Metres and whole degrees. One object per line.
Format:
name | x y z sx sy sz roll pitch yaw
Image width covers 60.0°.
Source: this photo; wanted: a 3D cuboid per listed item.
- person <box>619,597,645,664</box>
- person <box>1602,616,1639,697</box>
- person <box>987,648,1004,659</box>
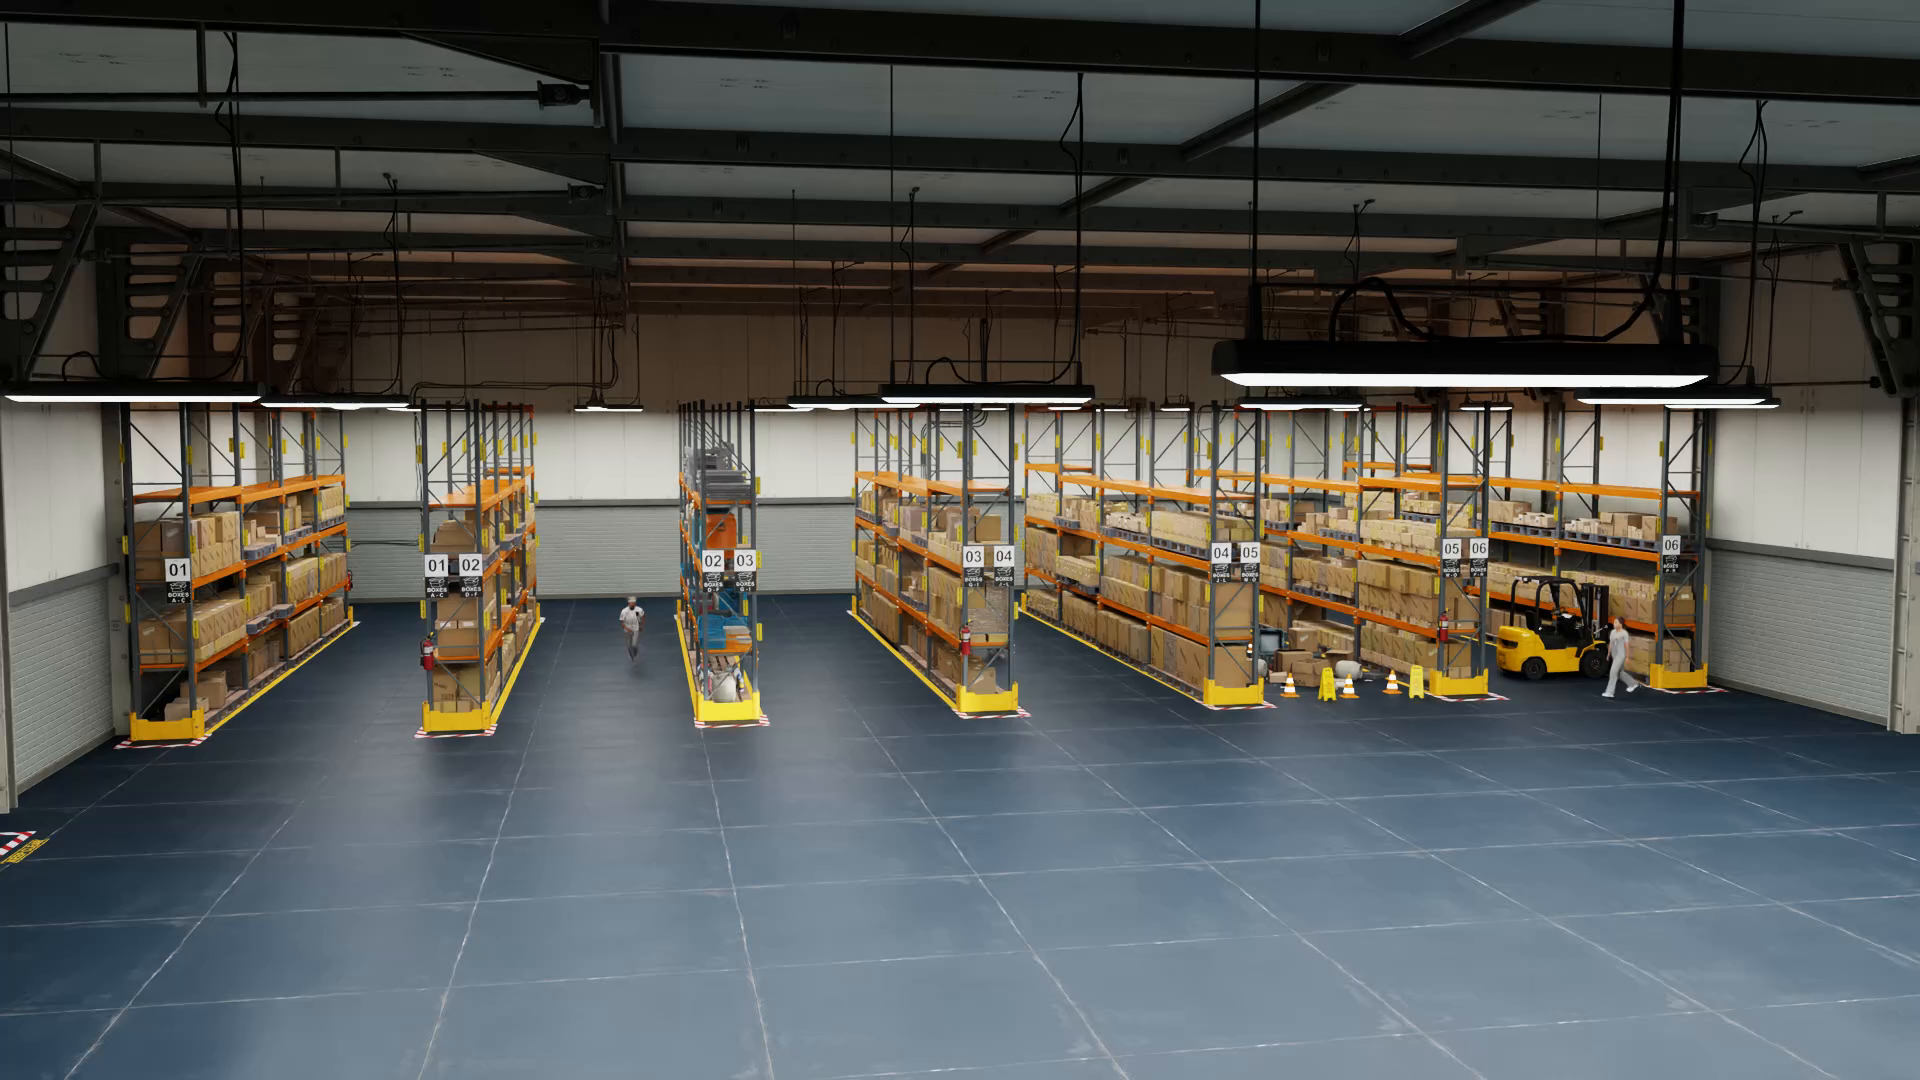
person | -7.460 2.065 37.905 0.545 1.606 0.739 0 4 -2
person | 13.392 2.354 33.720 0.967 1.634 0.457 -1 5 -19
person | 0.822 1.885 39.139 0.631 1.713 1.141 -1 4 -8
